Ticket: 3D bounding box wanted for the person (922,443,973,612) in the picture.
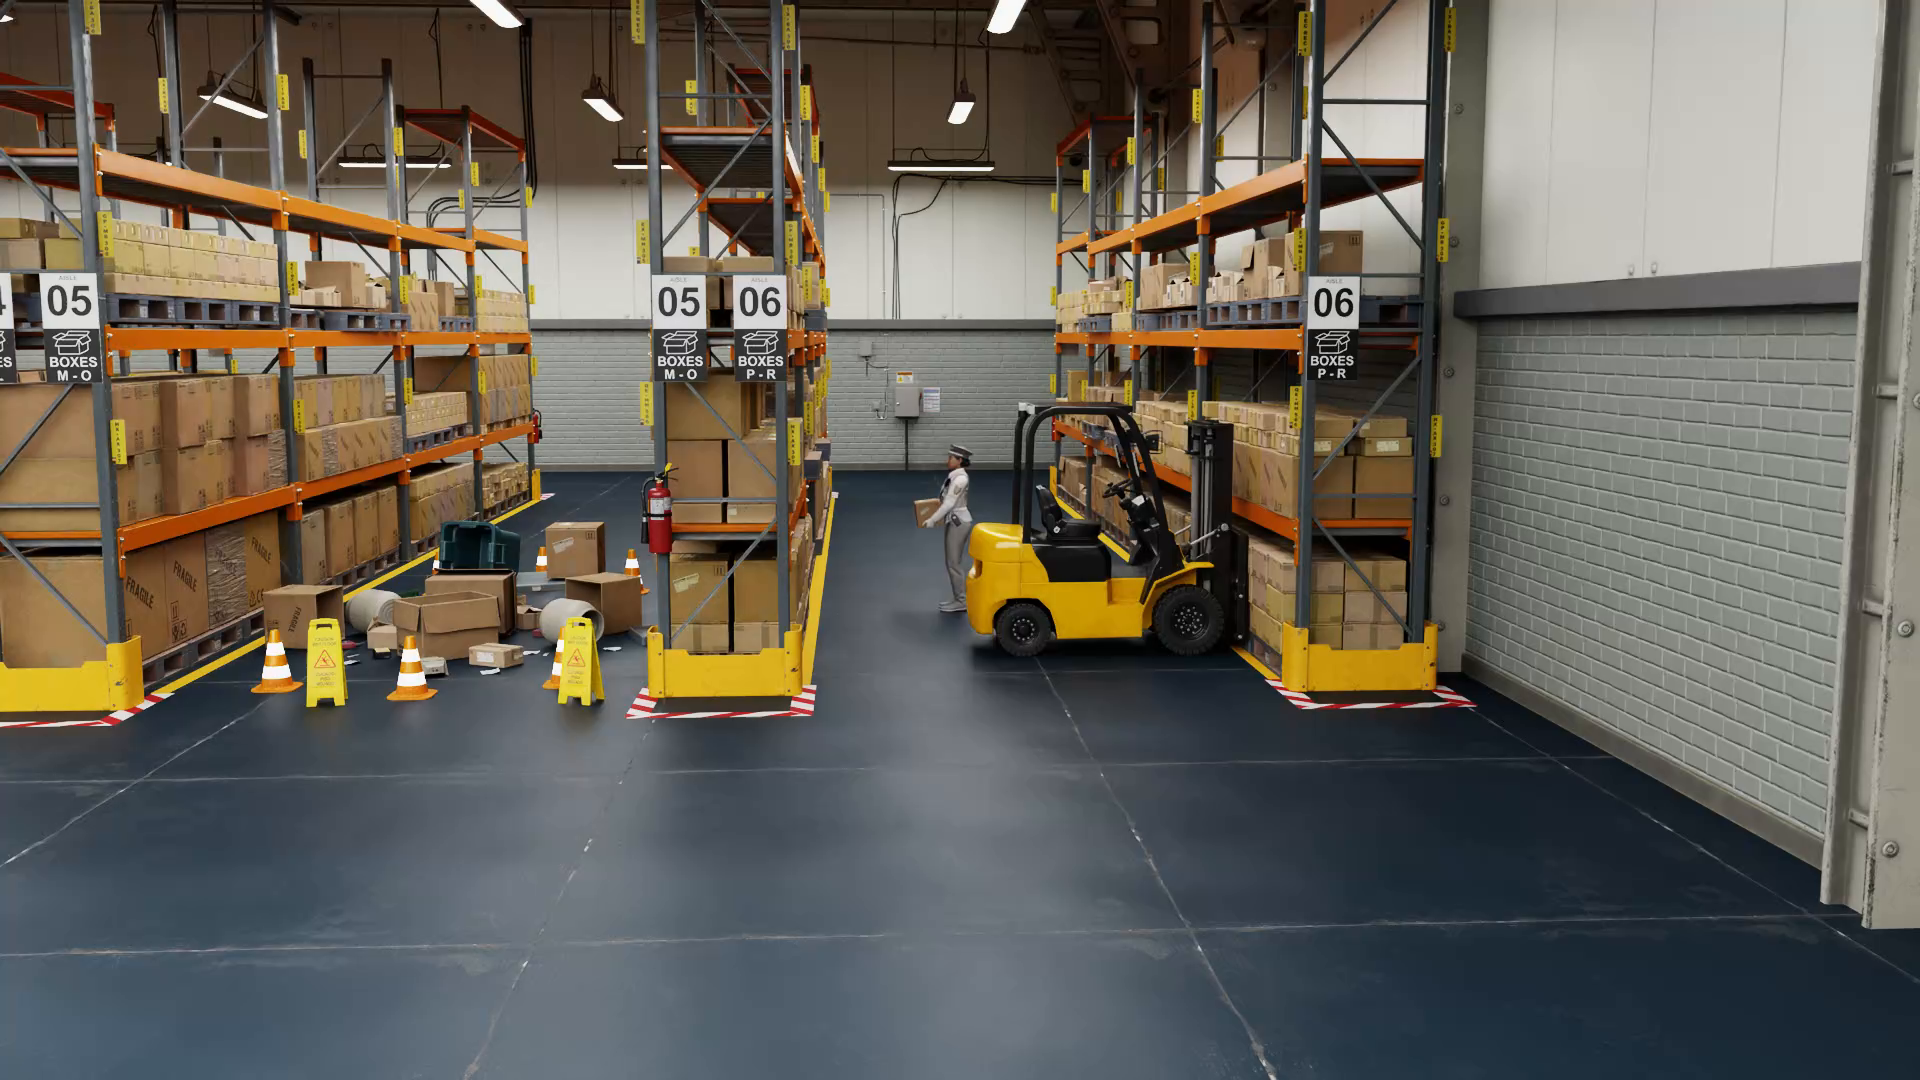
[{"bbox_3d":[-0.130,-0.130,16.730,0.519,1.691,0.446,-1,7,-4],"label":"person"}]
